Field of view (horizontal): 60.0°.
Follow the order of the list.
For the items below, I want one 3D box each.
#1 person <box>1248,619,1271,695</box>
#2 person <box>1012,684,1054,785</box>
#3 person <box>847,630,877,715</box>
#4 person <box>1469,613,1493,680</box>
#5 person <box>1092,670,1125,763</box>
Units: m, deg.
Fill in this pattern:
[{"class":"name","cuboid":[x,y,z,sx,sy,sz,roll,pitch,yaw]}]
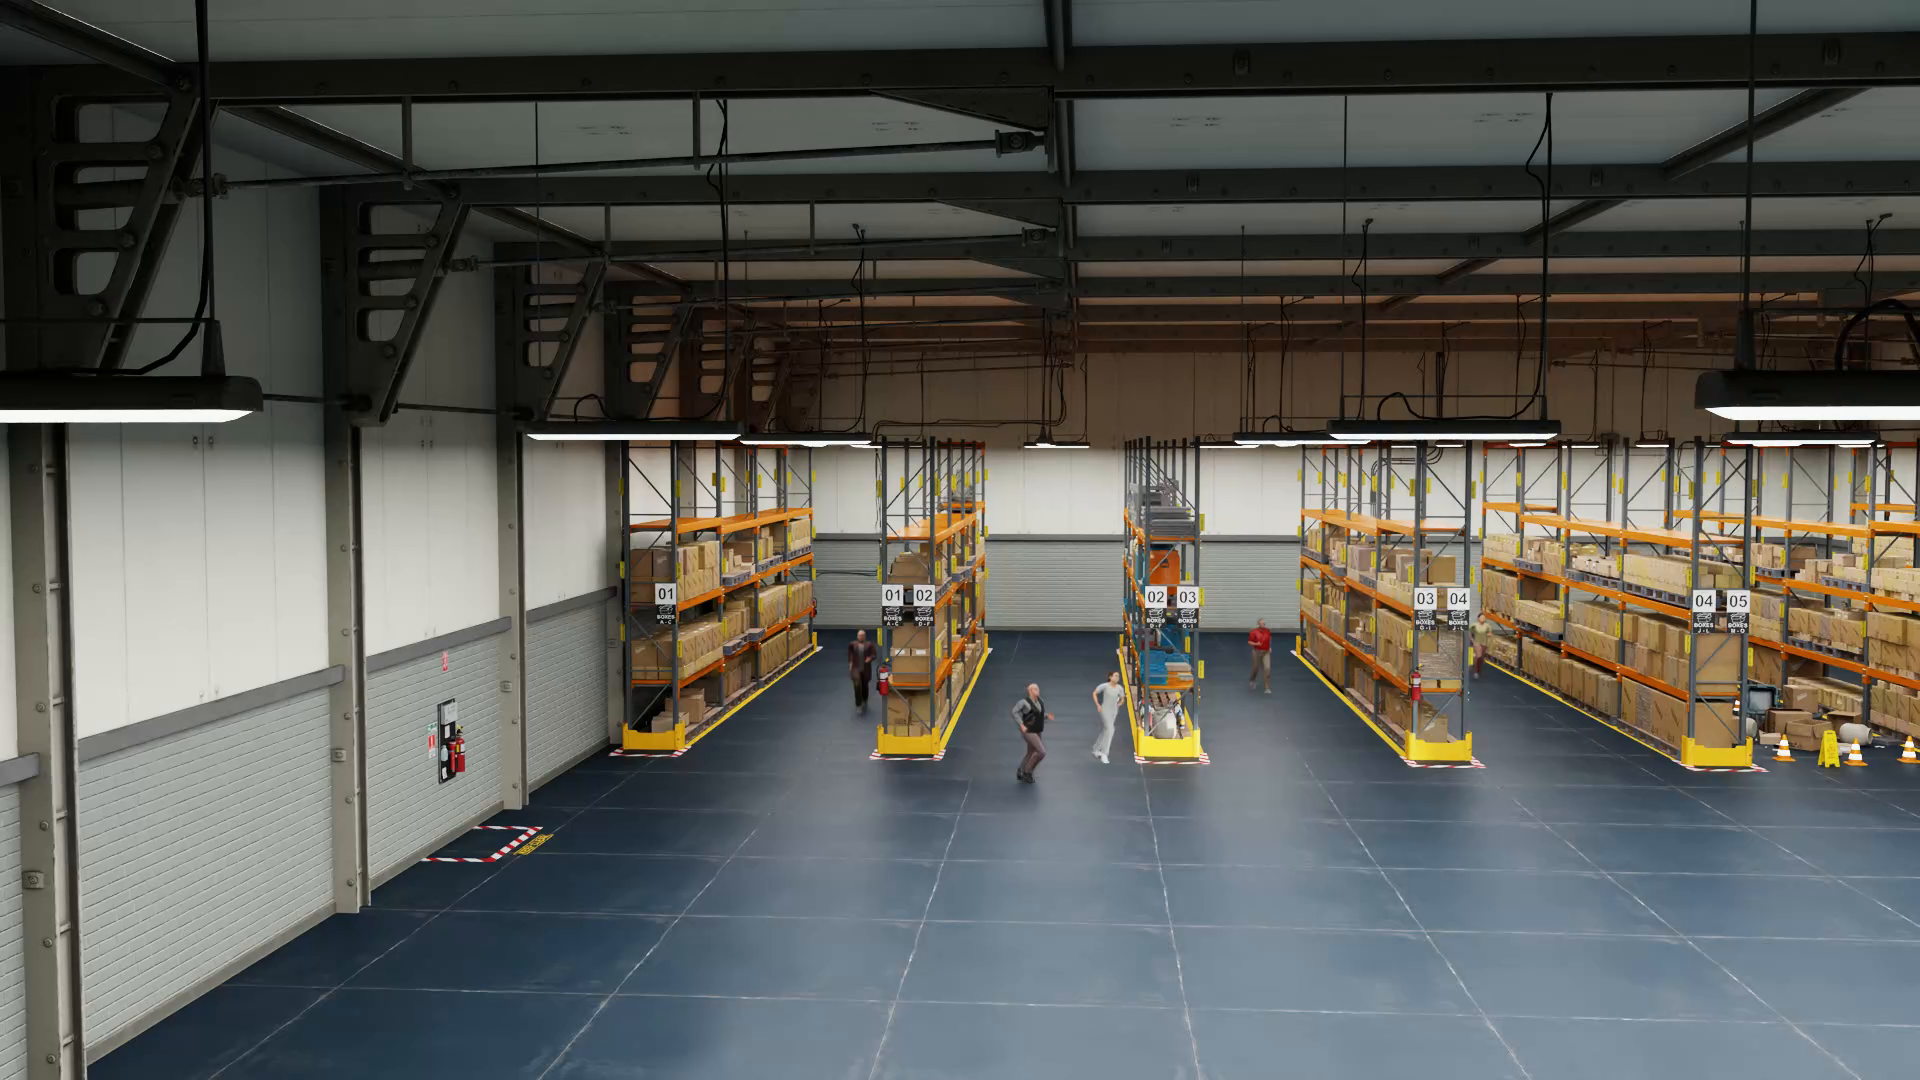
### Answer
[{"class":"person","cuboid":[7.132,2.741,39.534,0.621,1.749,0.937,0,3,-7]},{"class":"person","cuboid":[1.285,3.342,28.666,0.704,1.738,0.631,2,4,35]},{"class":"person","cuboid":[-2.158,2.974,36.634,0.649,1.607,1.026,0,3,-3]},{"class":"person","cuboid":[13.083,2.661,41.805,0.564,1.675,0.732,0,3,-2]},{"class":"person","cuboid":[2.771,3.255,30.887,0.576,1.701,0.673,-2,4,-32]}]
